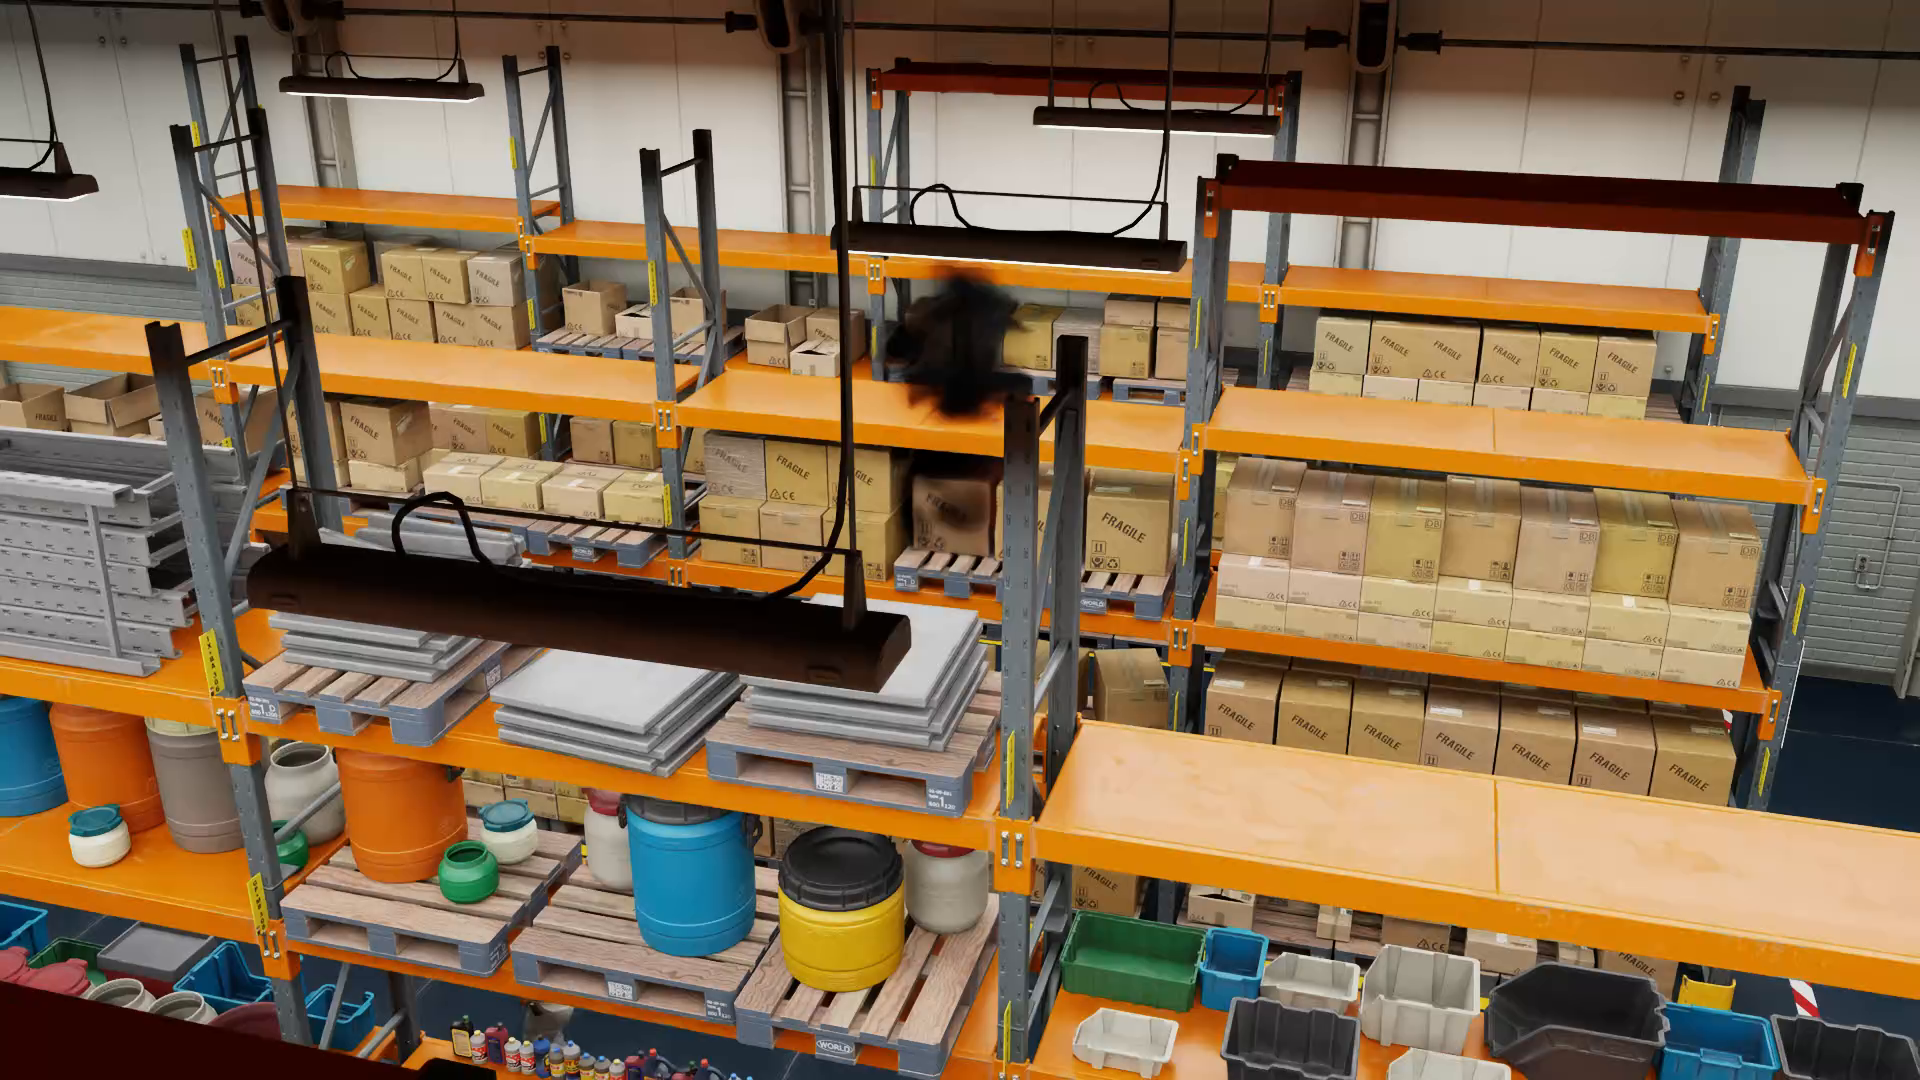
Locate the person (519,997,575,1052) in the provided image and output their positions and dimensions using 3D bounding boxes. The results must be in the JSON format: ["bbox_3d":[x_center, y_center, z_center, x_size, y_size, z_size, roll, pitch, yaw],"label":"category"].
[{"bbox_3d":[-2.692,3.082,11.234,0.598,1.638,0.614,6,23,13],"label":"person"}]
